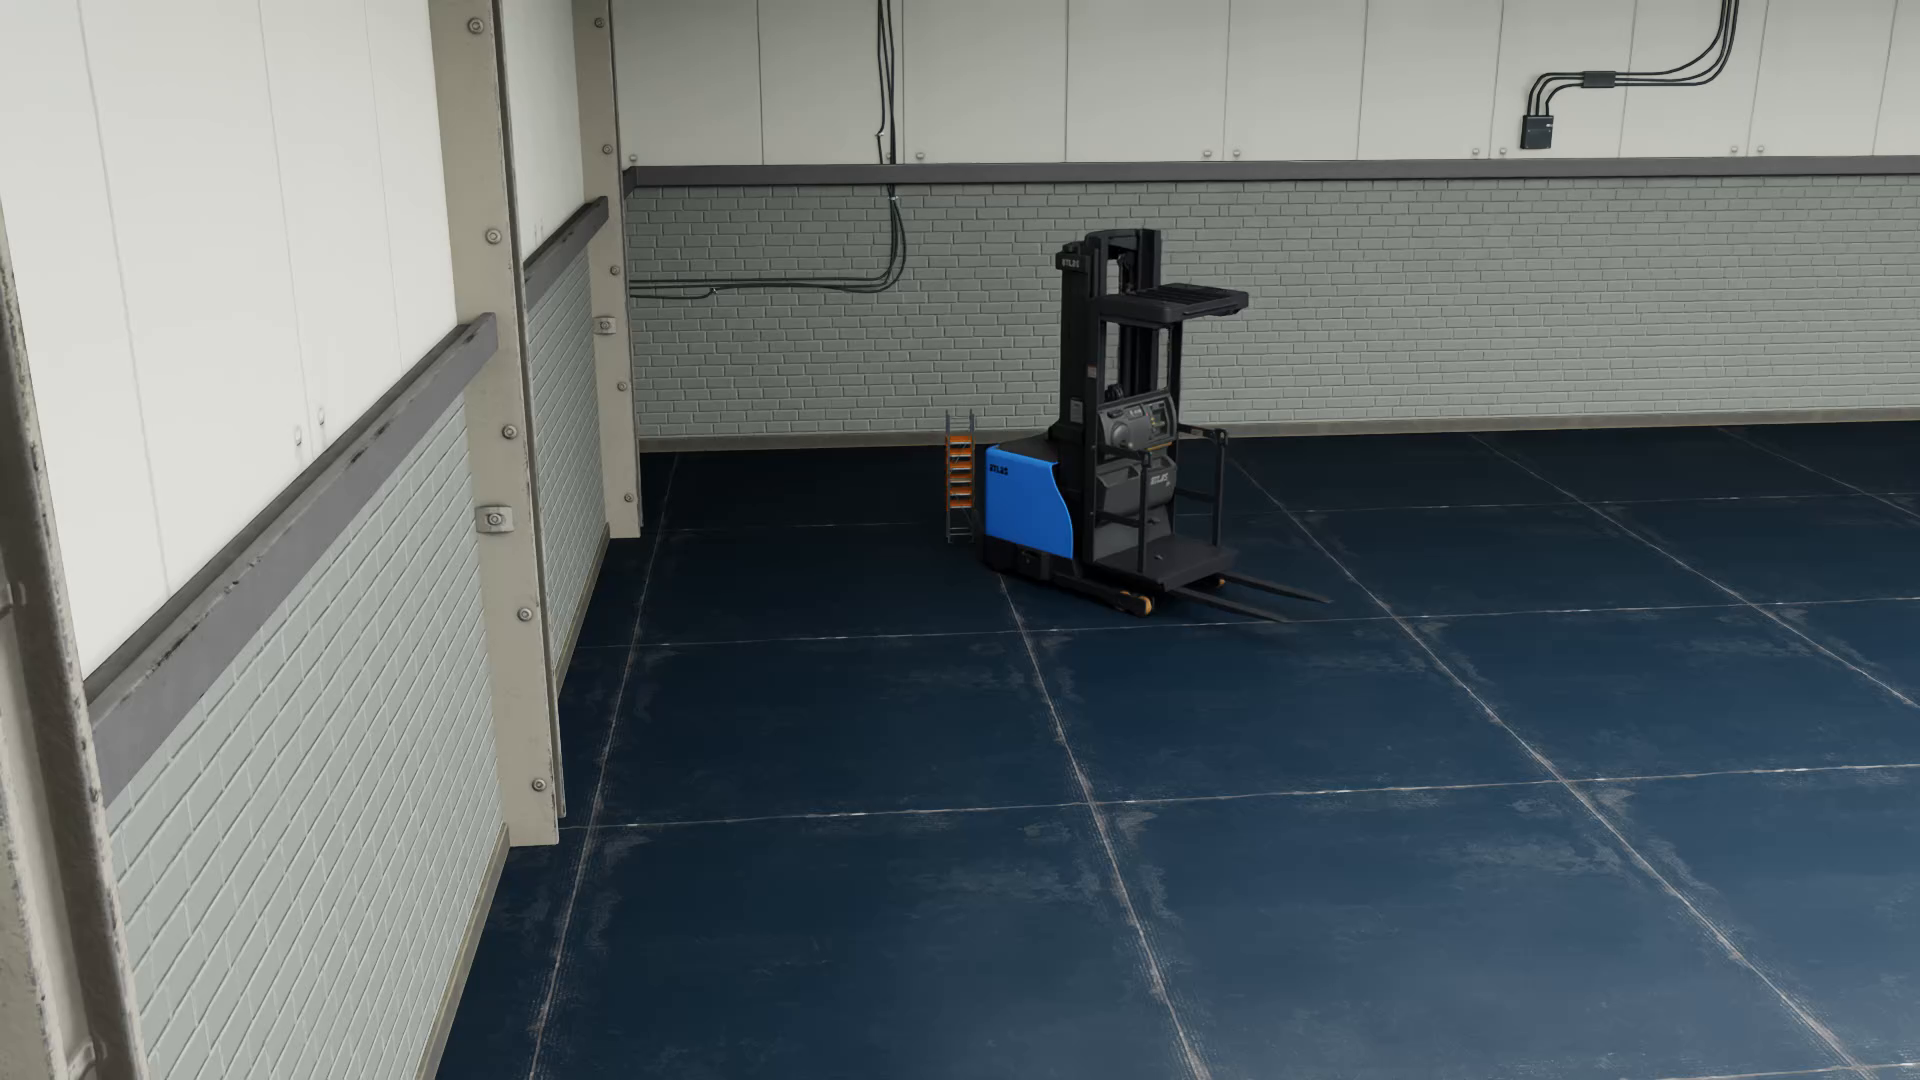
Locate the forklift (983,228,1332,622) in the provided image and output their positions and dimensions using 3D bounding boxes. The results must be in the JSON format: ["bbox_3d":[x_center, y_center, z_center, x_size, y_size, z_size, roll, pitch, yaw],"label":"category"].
[{"bbox_3d":[1.602,-0.959,13.411,3.031,2.935,1.130,16,24,42],"label":"forklift"}]

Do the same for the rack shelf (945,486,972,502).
[{"bbox_3d":[-0.001,-0.420,15.133,0.258,0.103,0.180,-2,18,-6],"label":"rack shelf"}]

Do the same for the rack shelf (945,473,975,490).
[{"bbox_3d":[-0.001,-0.534,15.097,0.258,0.103,0.180,-2,18,-6],"label":"rack shelf"}]

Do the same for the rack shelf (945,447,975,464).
[{"bbox_3d":[-0.001,-0.763,15.025,0.258,0.103,0.180,-2,18,-6],"label":"rack shelf"}]

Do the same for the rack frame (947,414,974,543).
[{"bbox_3d":[0.008,-0.550,14.997,0.240,1.200,0.006,-2,18,-6],"label":"rack frame"}]

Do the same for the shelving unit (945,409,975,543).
[{"bbox_3d":[-0.001,-0.577,15.084,0.258,1.200,0.189,-2,18,-6],"label":"shelving unit"}]

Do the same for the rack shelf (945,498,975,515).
[{"bbox_3d":[-0.001,-0.305,15.169,0.258,0.103,0.180,-2,18,-6],"label":"rack shelf"}]

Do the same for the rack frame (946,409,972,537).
[{"bbox_3d":[-0.011,-0.604,15.171,0.240,1.200,0.006,-2,18,-6],"label":"rack frame"}]

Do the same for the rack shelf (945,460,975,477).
[{"bbox_3d":[-0.001,-0.649,15.061,0.258,0.103,0.180,-2,18,-6],"label":"rack shelf"}]

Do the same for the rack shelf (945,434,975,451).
[{"bbox_3d":[-0.001,-0.878,14.989,0.258,0.103,0.180,-2,18,-6],"label":"rack shelf"}]

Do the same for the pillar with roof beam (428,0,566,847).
[{"bbox_3d":[1.777,-2.718,8.885,9.100,9.000,0.400,-2,18,-6],"label":"pillar with roof beam"}]

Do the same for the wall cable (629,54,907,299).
[{"bbox_3d":[-2.112,-3.810,17.546,3.097,2.526,0.112,-2,18,-6],"label":"wall cable"}]

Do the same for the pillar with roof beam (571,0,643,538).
[{"bbox_3d":[1.158,-4.506,14.579,9.100,9.000,0.400,-2,18,-6],"label":"pillar with roof beam"}]

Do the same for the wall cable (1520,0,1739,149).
[{"bbox_3d":[7.332,-7.203,17.491,2.305,6.003,0.169,-2,18,-6],"label":"wall cable"}]

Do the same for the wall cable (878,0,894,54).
[{"bbox_3d":[0.579,-6.303,17.056,3.097,2.526,0.112,-2,18,-6],"label":"wall cable"}]
